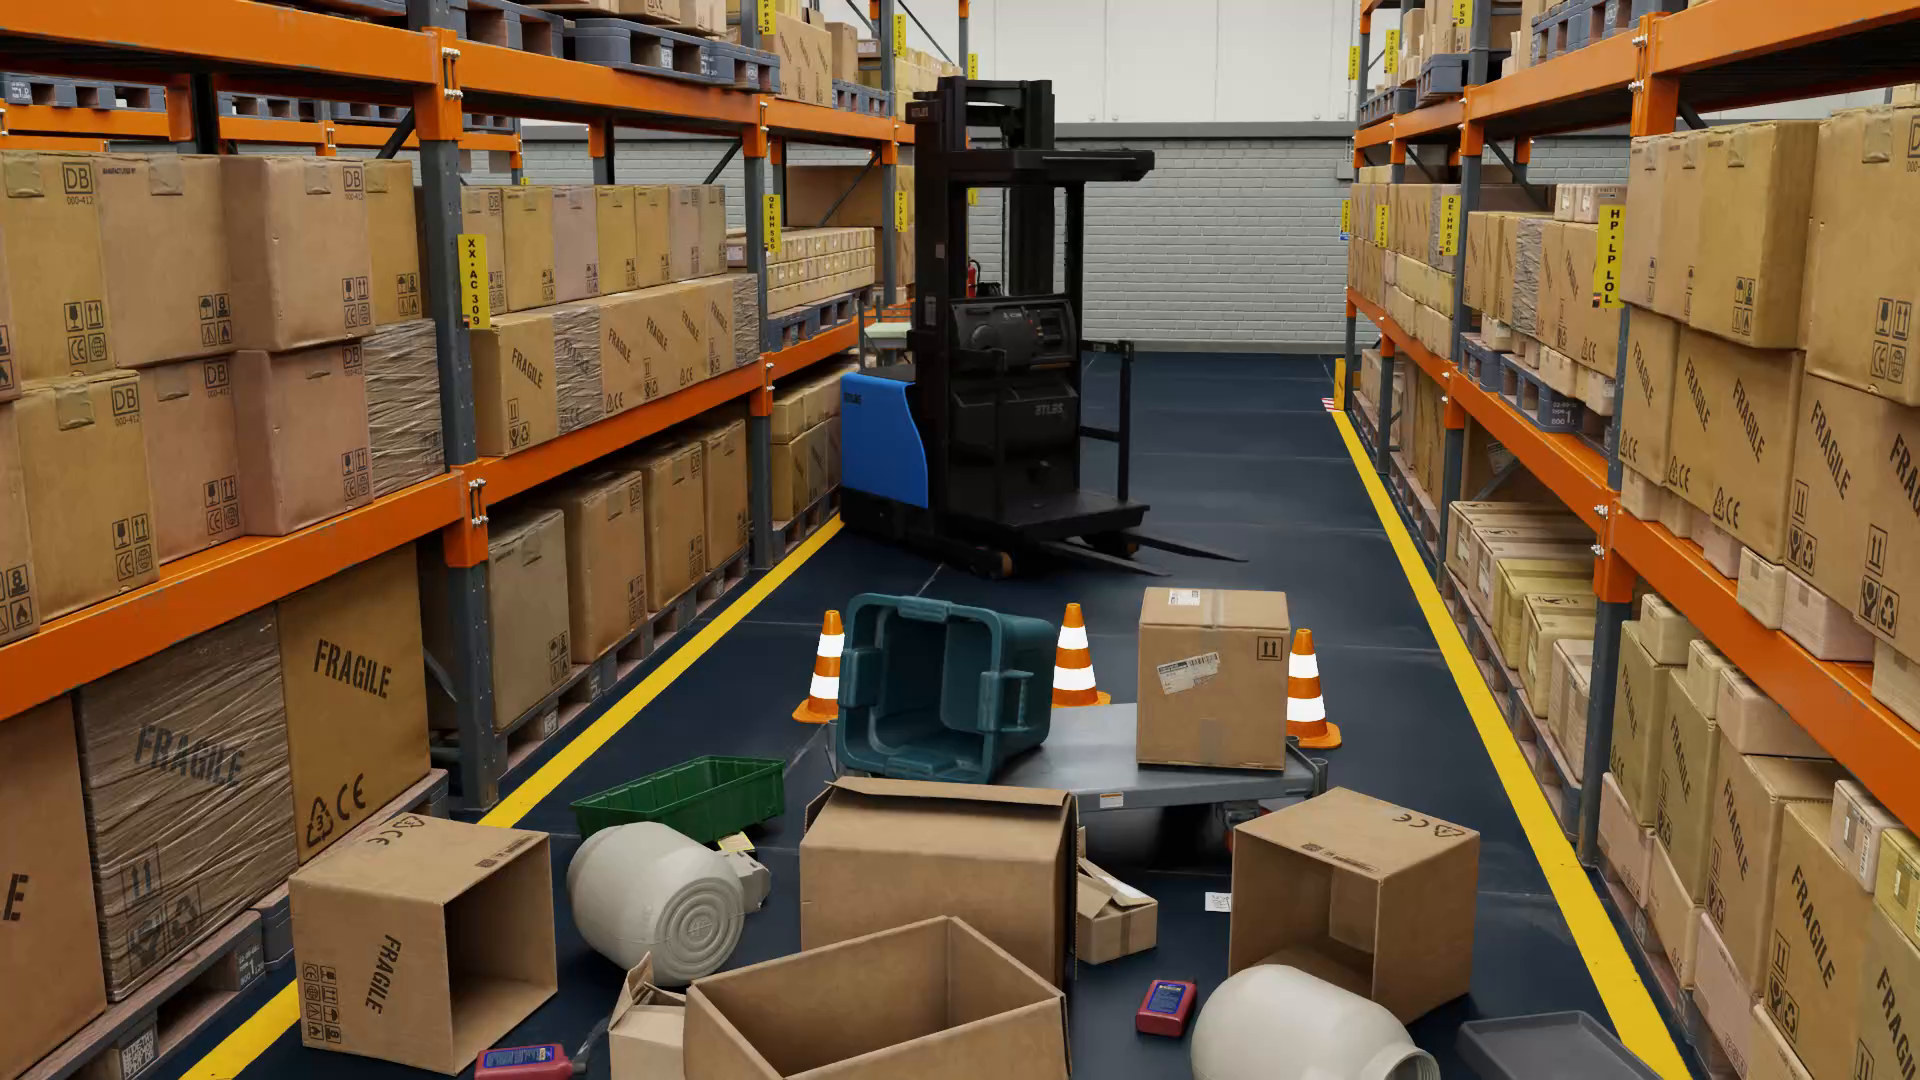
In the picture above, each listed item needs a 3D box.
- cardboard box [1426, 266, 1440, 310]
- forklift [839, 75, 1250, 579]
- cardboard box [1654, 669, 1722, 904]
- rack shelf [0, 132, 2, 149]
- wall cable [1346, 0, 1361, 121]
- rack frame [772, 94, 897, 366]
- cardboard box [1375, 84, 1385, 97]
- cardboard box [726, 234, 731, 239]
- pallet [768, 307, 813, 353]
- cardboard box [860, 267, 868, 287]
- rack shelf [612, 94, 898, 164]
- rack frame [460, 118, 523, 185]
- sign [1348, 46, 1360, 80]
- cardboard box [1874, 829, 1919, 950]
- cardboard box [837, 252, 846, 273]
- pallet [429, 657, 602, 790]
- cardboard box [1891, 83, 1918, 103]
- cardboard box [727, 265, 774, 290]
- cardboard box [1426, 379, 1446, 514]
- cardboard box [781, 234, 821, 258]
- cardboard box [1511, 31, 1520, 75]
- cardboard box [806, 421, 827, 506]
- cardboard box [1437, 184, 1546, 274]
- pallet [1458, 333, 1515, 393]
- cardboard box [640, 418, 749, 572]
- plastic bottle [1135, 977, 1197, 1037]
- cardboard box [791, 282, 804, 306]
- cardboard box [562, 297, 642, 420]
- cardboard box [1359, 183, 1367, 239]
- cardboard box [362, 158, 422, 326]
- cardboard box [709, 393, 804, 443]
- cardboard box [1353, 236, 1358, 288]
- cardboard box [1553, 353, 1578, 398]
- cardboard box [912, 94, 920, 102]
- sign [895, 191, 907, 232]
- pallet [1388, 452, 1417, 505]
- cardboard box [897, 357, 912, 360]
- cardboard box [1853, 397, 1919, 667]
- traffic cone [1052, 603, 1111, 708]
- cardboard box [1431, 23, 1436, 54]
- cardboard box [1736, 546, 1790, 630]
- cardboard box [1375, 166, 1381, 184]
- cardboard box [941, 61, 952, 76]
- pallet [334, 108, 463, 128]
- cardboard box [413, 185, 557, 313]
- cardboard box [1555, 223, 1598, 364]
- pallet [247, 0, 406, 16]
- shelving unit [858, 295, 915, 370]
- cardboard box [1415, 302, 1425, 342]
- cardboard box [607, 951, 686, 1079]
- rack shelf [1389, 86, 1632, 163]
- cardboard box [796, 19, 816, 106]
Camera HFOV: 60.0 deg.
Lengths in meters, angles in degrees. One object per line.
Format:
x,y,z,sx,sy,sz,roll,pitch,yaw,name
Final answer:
3.161,-1.547,10.220,0.500,0.250,0.500,2,12,7,cardboard box
0.469,-1.316,10.143,1.130,2.935,3.031,-9,15,-36,forklift
2.219,0.671,4.510,0.500,0.500,0.500,2,12,11,cardboard box
-6.837,-2.179,8.573,1.077,0.370,4.000,2,12,9,rack shelf
5.089,-6.951,21.887,0.463,3.000,0.029,2,12,9,wall cable
-1.029,-2.132,13.766,1.000,3.000,0.127,2,12,9,rack frame
4.098,-4.204,15.622,0.380,0.149,0.250,2,12,11,cardboard box
-1.821,-2.058,11.612,0.380,0.149,0.250,2,12,11,cardboard box
-1.640,-1.357,10.626,1.213,0.211,1.003,2,12,9,pallet
-0.934,-2.071,13.083,0.380,0.149,0.250,2,12,9,cardboard box
-1.337,-2.830,11.593,1.077,0.370,4.000,2,12,9,rack shelf
-5.300,-3.146,18.473,1.000,3.000,0.127,2,12,9,rack frame
3.945,-4.777,16.655,0.100,0.325,0.005,2,12,9,sign
1.929,0.655,3.046,0.380,0.149,0.250,2,12,10,cardboard box
-1.055,-2.053,12.293,0.380,0.149,0.250,1,12,6,cardboard box
-2.215,0.734,7.089,1.003,0.211,1.213,2,12,9,pallet
9.059,-4.120,15.521,0.500,0.250,0.500,2,12,8,cardboard box
-1.372,-1.621,10.289,0.380,0.149,0.250,2,12,11,cardboard box
3.592,-0.653,10.950,0.875,0.875,0.875,2,12,9,cardboard box
-1.181,-2.036,11.508,0.380,0.149,0.250,2,12,10,cardboard box
3.007,-2.447,8.428,0.396,0.266,0.258,2,12,9,cardboard box
-1.210,-0.526,11.252,0.500,0.500,0.500,2,12,9,cardboard box
3.083,-1.814,9.678,0.500,0.500,0.500,2,12,7,cardboard box
3.258,-0.914,8.571,1.213,0.211,1.003,2,12,9,pallet
-1.827,-0.281,9.520,1.050,0.750,0.750,2,12,8,cardboard box
0.595,1.317,4.737,0.133,0.061,0.283,4,13,18,plastic bottle
-1.254,-1.637,11.067,0.380,0.149,0.250,2,12,11,cardboard box
-1.756,-0.825,7.465,0.500,0.500,0.500,2,12,8,cardboard box
3.993,-3.057,15.447,0.500,0.500,0.500,2,12,8,cardboard box
-2.350,-0.992,5.557,0.875,0.550,0.550,2,12,9,cardboard box
-1.299,-0.785,10.672,0.500,0.250,0.500,1,12,6,cardboard box
4.085,-2.677,16.059,0.500,0.500,0.500,2,12,8,cardboard box
2.516,-0.635,6.419,0.380,0.149,0.250,2,12,8,cardboard box
-0.629,-3.717,14.358,0.500,0.250,0.500,2,12,8,cardboard box
-0.480,-2.681,13.564,0.100,0.325,0.005,2,12,9,sign
3.833,-0.466,12.656,1.003,0.211,1.213,2,12,9,pallet
-0.494,-1.679,16.023,0.380,0.149,0.250,1,12,7,cardboard box
2.005,-0.019,3.017,0.500,0.500,0.500,2,12,8,cardboard box
0.511,0.517,7.497,0.336,0.463,0.334,2,12,9,traffic cone
3.128,-3.064,10.292,0.396,0.266,0.258,2,12,7,cardboard box
2.076,0.117,3.928,0.380,0.149,0.250,2,12,9,cardboard box
3.892,-3.237,14.745,0.380,0.149,0.250,2,12,9,cardboard box
-0.282,-4.558,16.126,0.380,0.149,0.250,2,12,10,cardboard box
-5.589,-4.160,16.266,1.003,0.211,1.213,2,12,9,pallet
-2.112,-1.215,6.900,0.700,0.500,0.500,2,12,8,cardboard box
2.566,-0.934,6.265,0.500,0.500,0.500,2,12,9,cardboard box
-2.396,-1.720,4.943,1.003,0.211,1.213,2,12,9,pallet
-0.452,-0.990,12.009,0.431,1.500,0.755,1,12,7,shelving unit
3.240,-1.411,10.778,0.500,0.250,0.500,2,12,8,cardboard box
-0.704,1.287,4.389,0.396,0.266,0.258,4,13,18,cardboard box
3.570,-2.691,10.947,1.077,0.370,4.000,2,12,9,rack shelf
-1.224,-3.029,10.571,0.500,0.500,0.500,2,12,9,cardboard box
